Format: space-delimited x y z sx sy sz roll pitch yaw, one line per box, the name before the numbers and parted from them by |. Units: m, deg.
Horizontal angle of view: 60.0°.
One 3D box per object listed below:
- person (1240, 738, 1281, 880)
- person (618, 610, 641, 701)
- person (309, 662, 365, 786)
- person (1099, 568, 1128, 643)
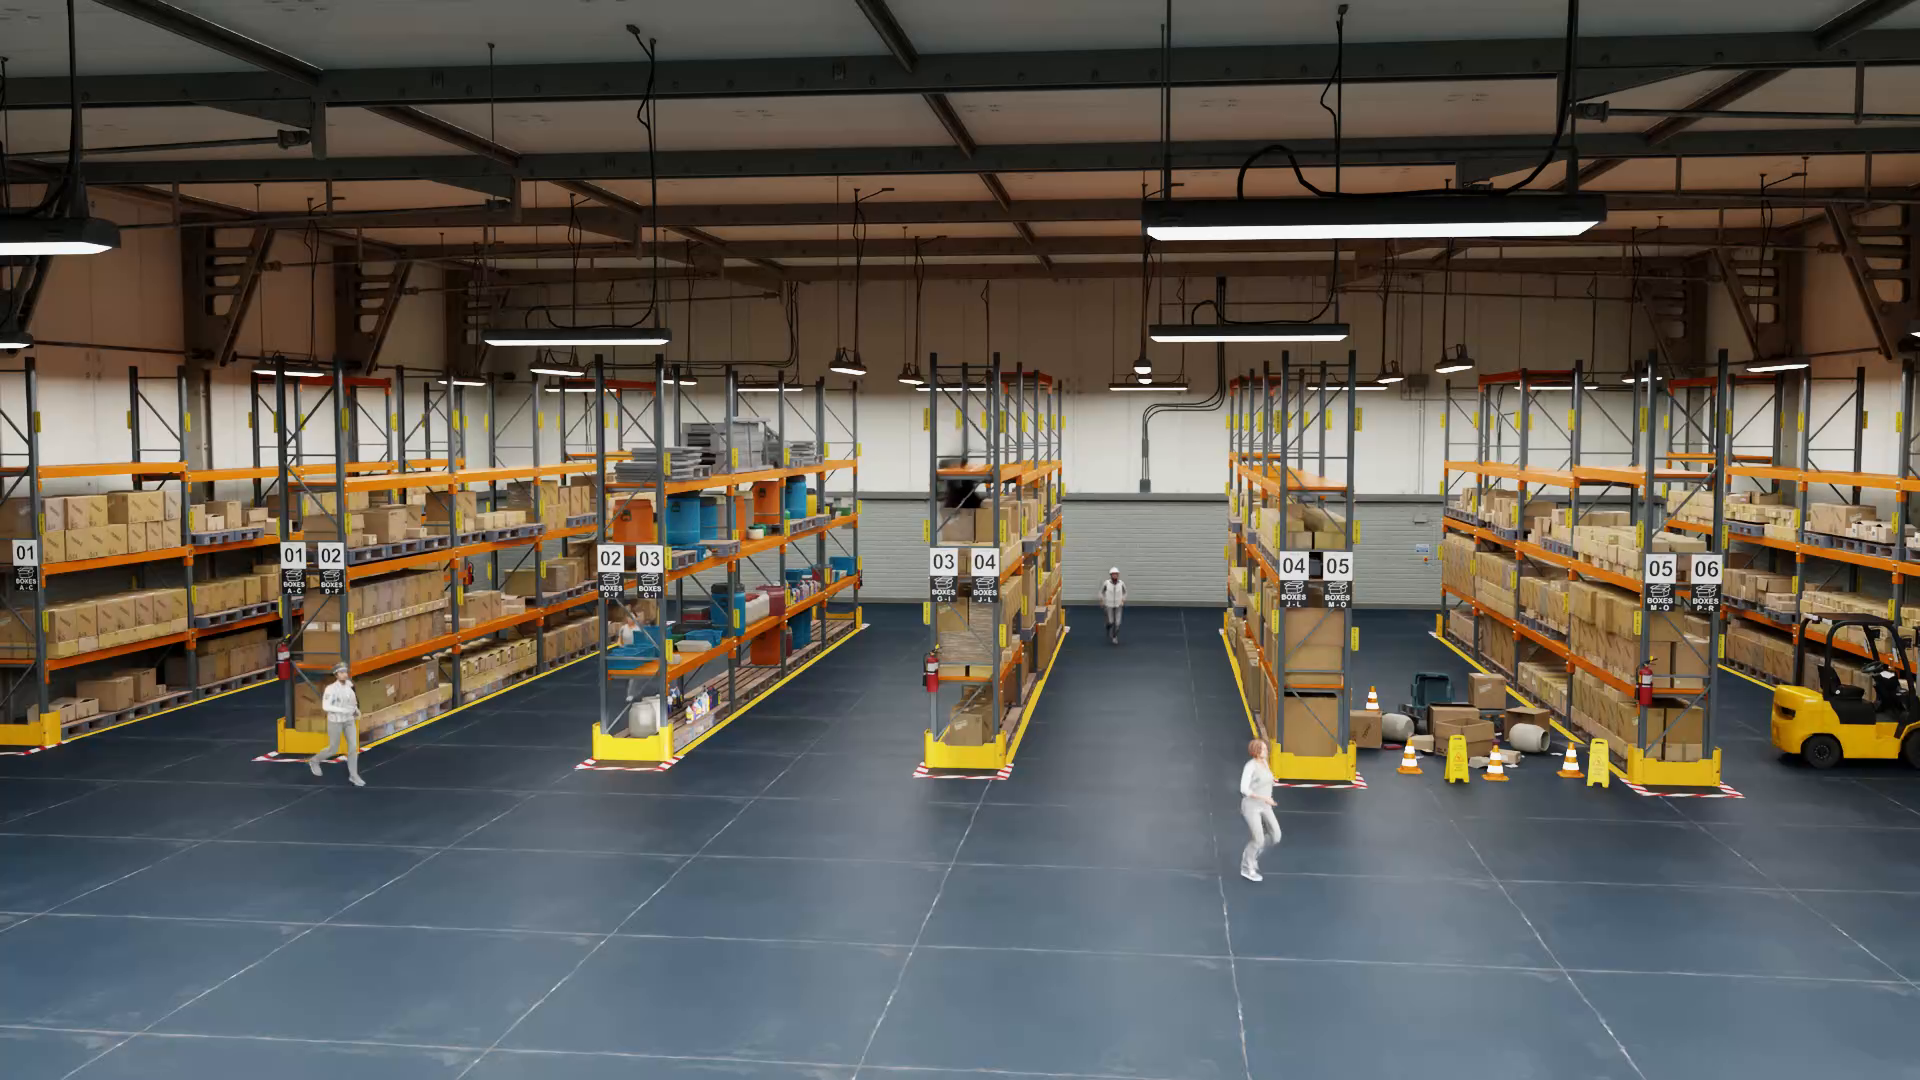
person | 3.262 2.939 18.101 0.517 1.565 0.541 4 5 42
person | -5.901 2.074 29.889 0.546 1.624 0.554 0 4 5
person | -8.605 2.530 23.059 0.923 1.708 0.625 2 5 32
person | 3.486 1.483 37.734 0.649 1.728 0.613 0 4 -1
